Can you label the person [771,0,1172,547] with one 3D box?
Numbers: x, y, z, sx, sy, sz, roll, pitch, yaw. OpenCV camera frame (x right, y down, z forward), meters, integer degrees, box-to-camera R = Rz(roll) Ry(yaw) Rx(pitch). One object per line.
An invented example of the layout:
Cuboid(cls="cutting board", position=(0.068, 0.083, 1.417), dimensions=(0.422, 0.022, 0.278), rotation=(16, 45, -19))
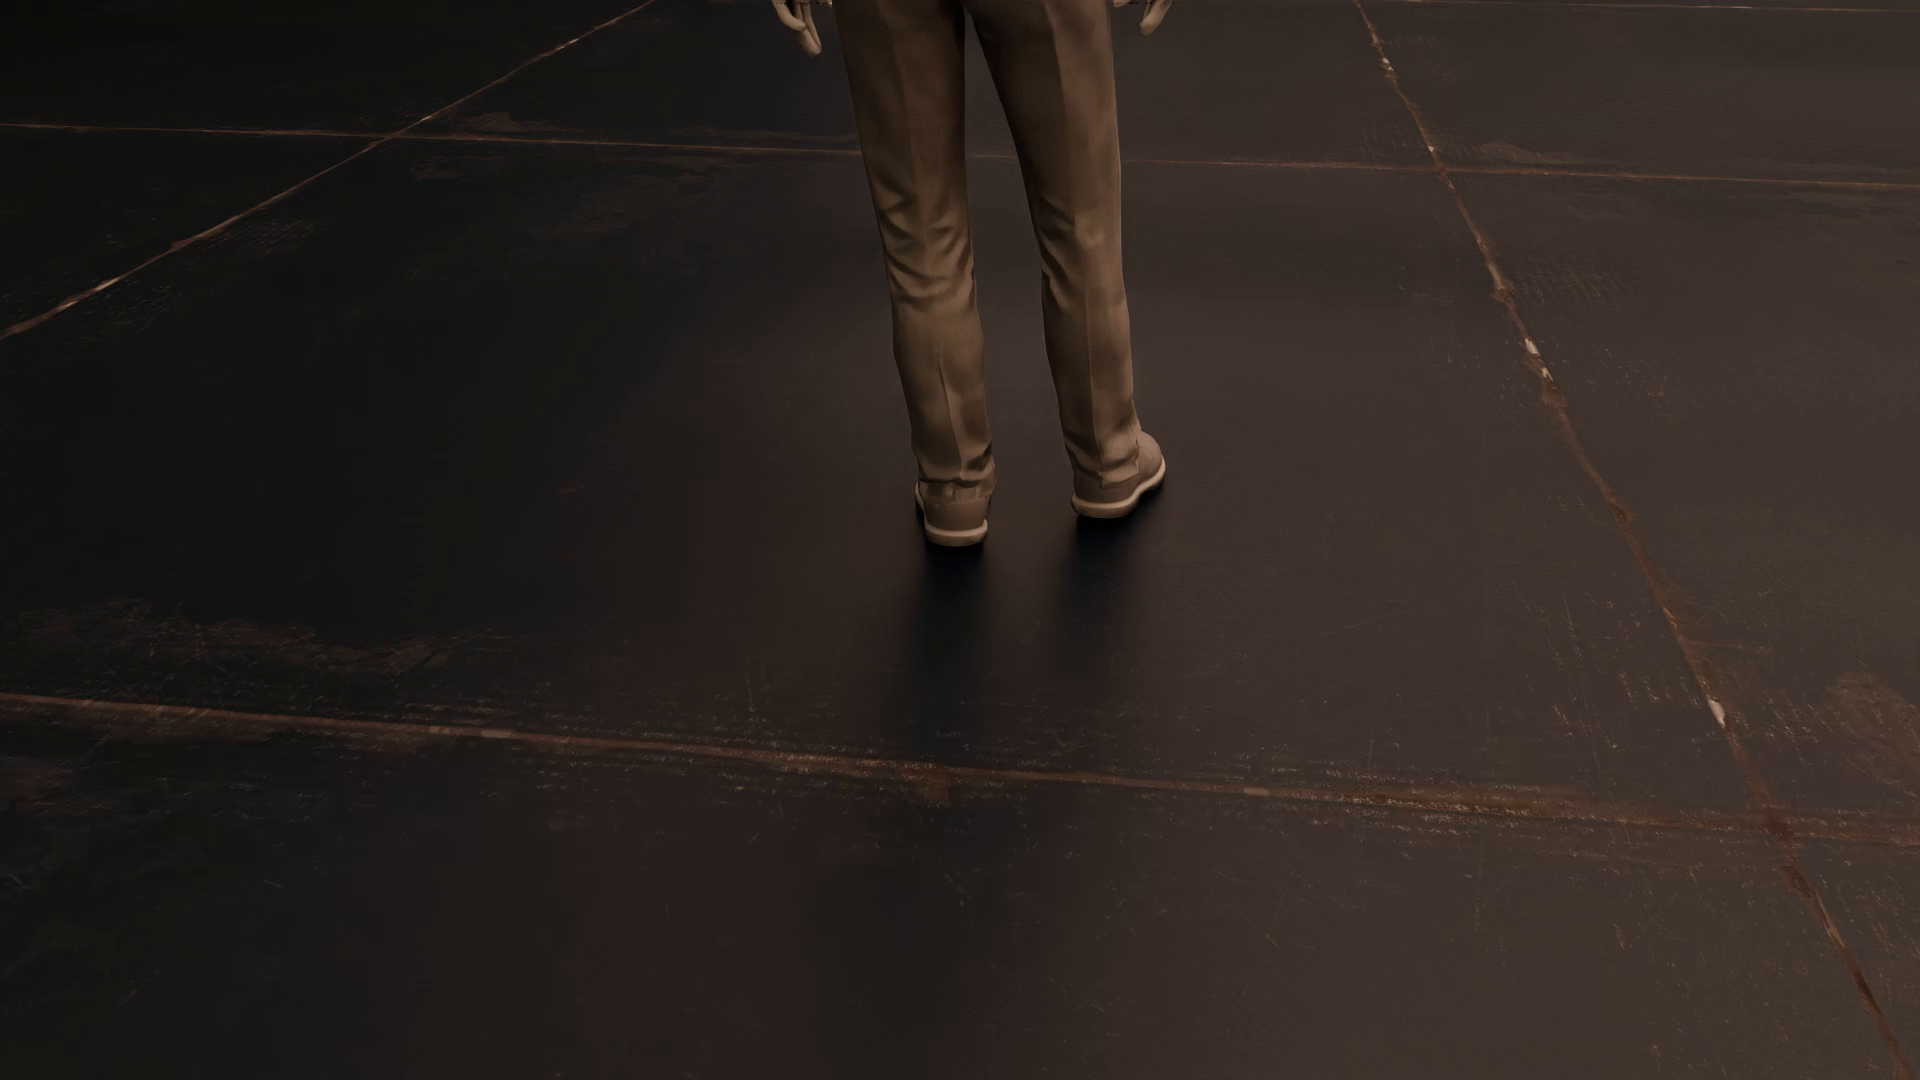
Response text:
Cuboid(cls="person", position=(0.015, -0.794, 2.177), dimensions=(0.587, 1.696, 0.534), rotation=(3, 27, 7))
